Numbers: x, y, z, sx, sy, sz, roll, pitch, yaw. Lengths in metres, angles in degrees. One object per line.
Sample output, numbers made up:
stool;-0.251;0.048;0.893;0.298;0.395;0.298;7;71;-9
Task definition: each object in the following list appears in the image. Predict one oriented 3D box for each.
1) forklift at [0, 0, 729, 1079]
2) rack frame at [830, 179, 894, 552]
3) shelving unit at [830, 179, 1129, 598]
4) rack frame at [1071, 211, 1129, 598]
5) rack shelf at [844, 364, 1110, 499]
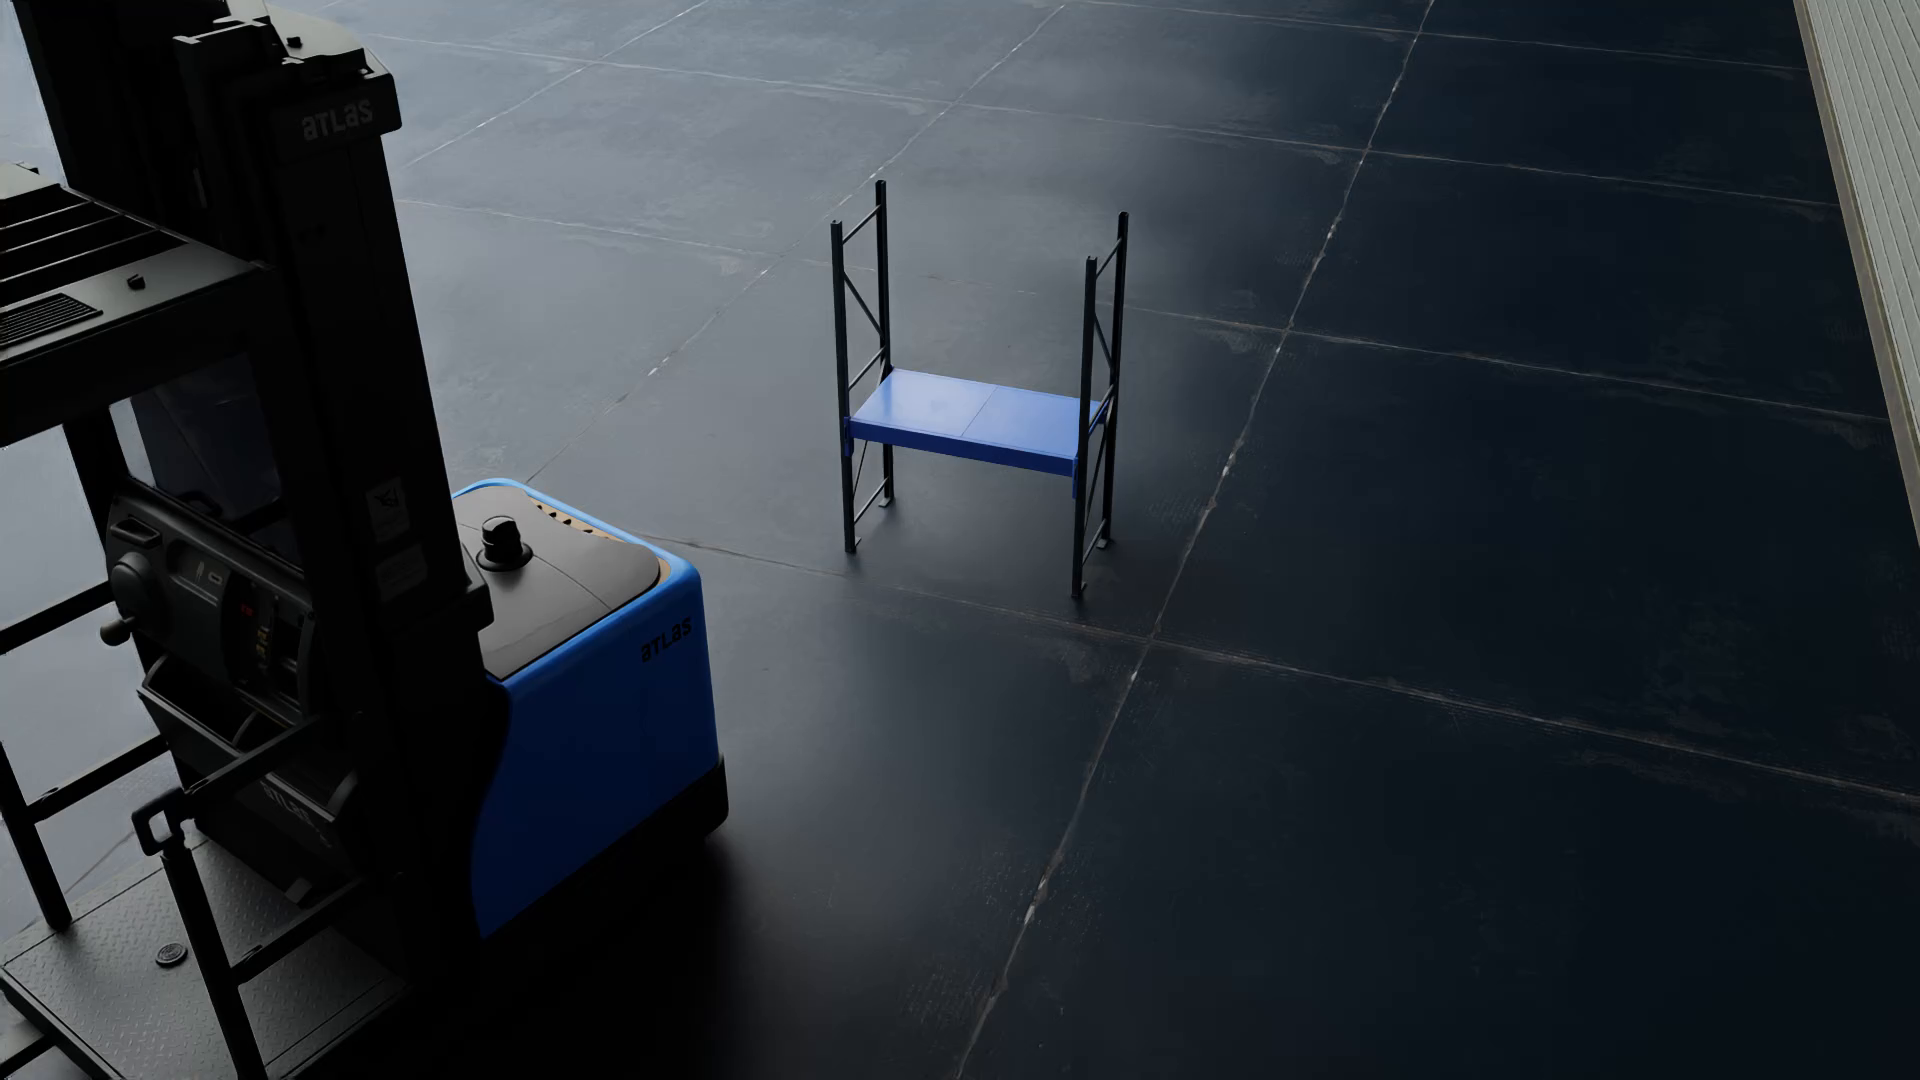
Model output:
forklift;-2.079;0.232;4.189;1.130;2.935;3.031;22;39;30
rack frame;-0.398;-0.708;6.963;0.032;1.500;0.500;11;34;16
shelving unit;0.080;-0.614;6.819;1.048;1.500;0.538;11;34;16
rack frame;0.559;-0.521;6.675;0.032;1.500;0.500;11;34;16
rack shelf;0.080;-0.463;6.917;1.000;0.185;0.538;11;34;16
